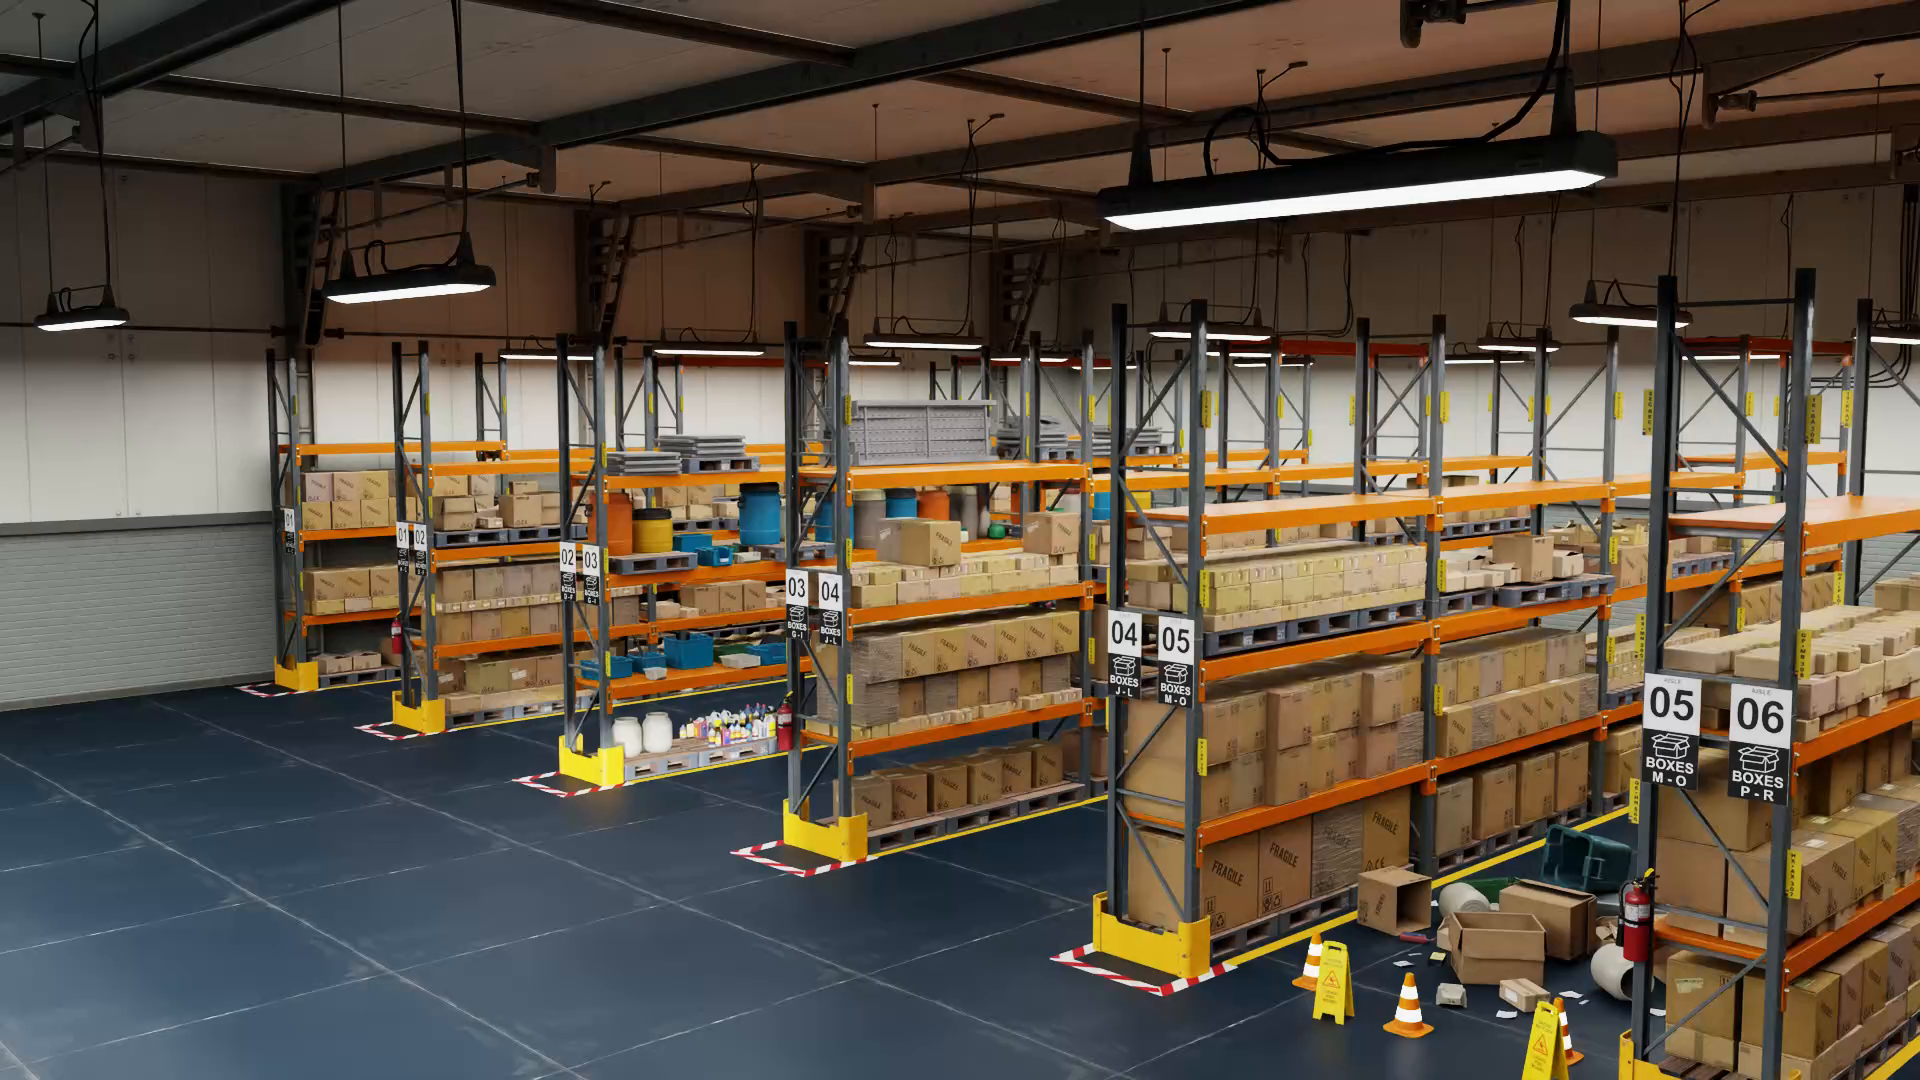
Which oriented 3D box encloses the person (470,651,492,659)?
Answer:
[{"bbox_3d":[-8.215,1.851,28.695,0.516,1.685,0.358,-3,6,-27],"label":"person"}]
